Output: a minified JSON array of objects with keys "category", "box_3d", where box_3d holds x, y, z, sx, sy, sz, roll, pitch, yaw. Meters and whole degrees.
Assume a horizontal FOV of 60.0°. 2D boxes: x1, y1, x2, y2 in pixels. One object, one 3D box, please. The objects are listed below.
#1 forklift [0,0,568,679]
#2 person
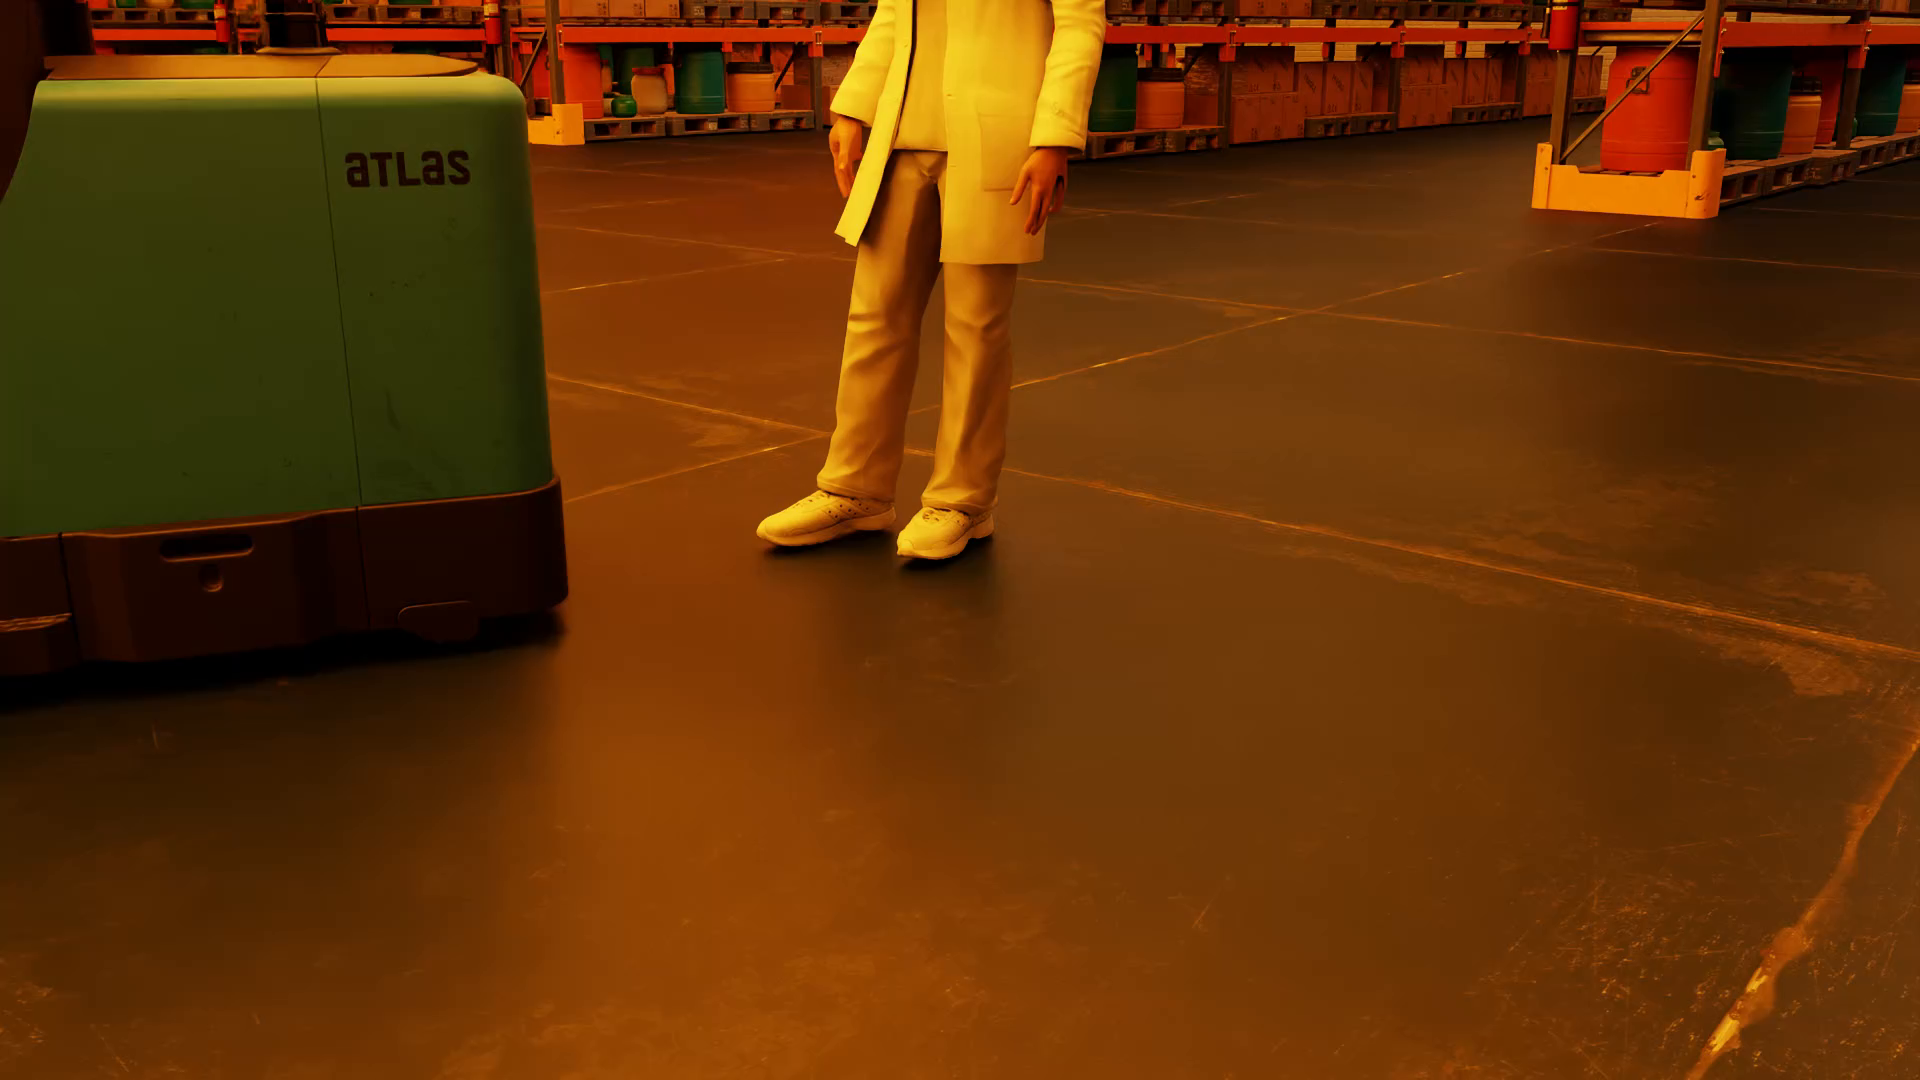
[{"category":"forklift","box_3d":[-2.356,-1.192,2.822,3.031,2.935,1.130,-6,18,-19]},{"category":"person","box_3d":[-0.061,-0.838,3.616,0.698,1.778,0.578,13,21,37]}]
